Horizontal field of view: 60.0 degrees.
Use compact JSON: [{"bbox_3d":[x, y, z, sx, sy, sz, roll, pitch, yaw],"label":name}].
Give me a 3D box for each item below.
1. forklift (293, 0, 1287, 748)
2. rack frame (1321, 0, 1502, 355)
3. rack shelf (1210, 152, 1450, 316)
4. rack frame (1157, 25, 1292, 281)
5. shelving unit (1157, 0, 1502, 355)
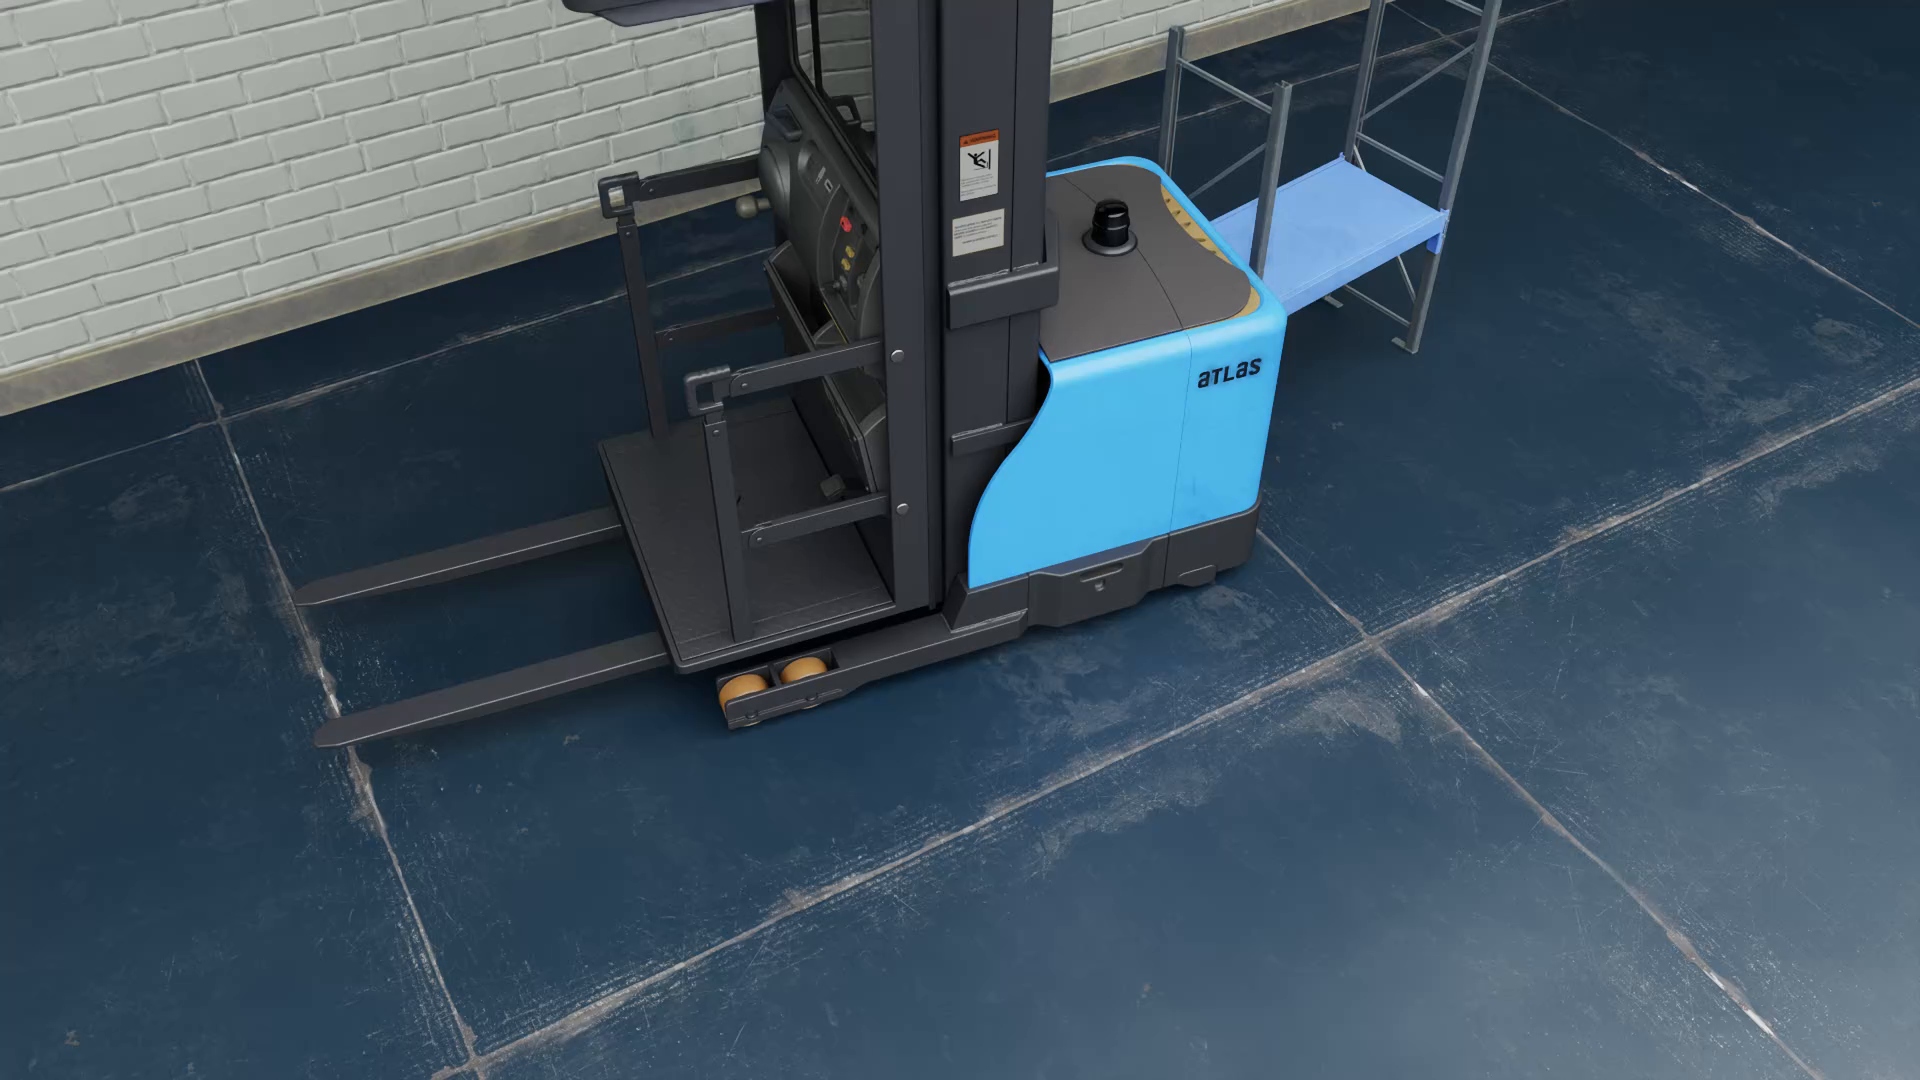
[{"bbox_3d":[-0.579,-0.893,4.566,3.031,2.935,1.130,-15,46,-15],"label":"forklift"},{"bbox_3d":[1.623,-1.403,6.119,0.032,1.500,0.500,-29,51,-27],"label":"rack frame"},{"bbox_3d":[1.228,-1.052,6.015,1.000,0.185,0.538,-29,51,-27],"label":"rack shelf"},{"bbox_3d":[0.832,-0.958,5.660,0.032,1.500,0.500,-29,51,-27],"label":"rack frame"},{"bbox_3d":[1.228,-1.181,5.890,1.048,1.500,0.538,-29,51,-27],"label":"shelving unit"}]
